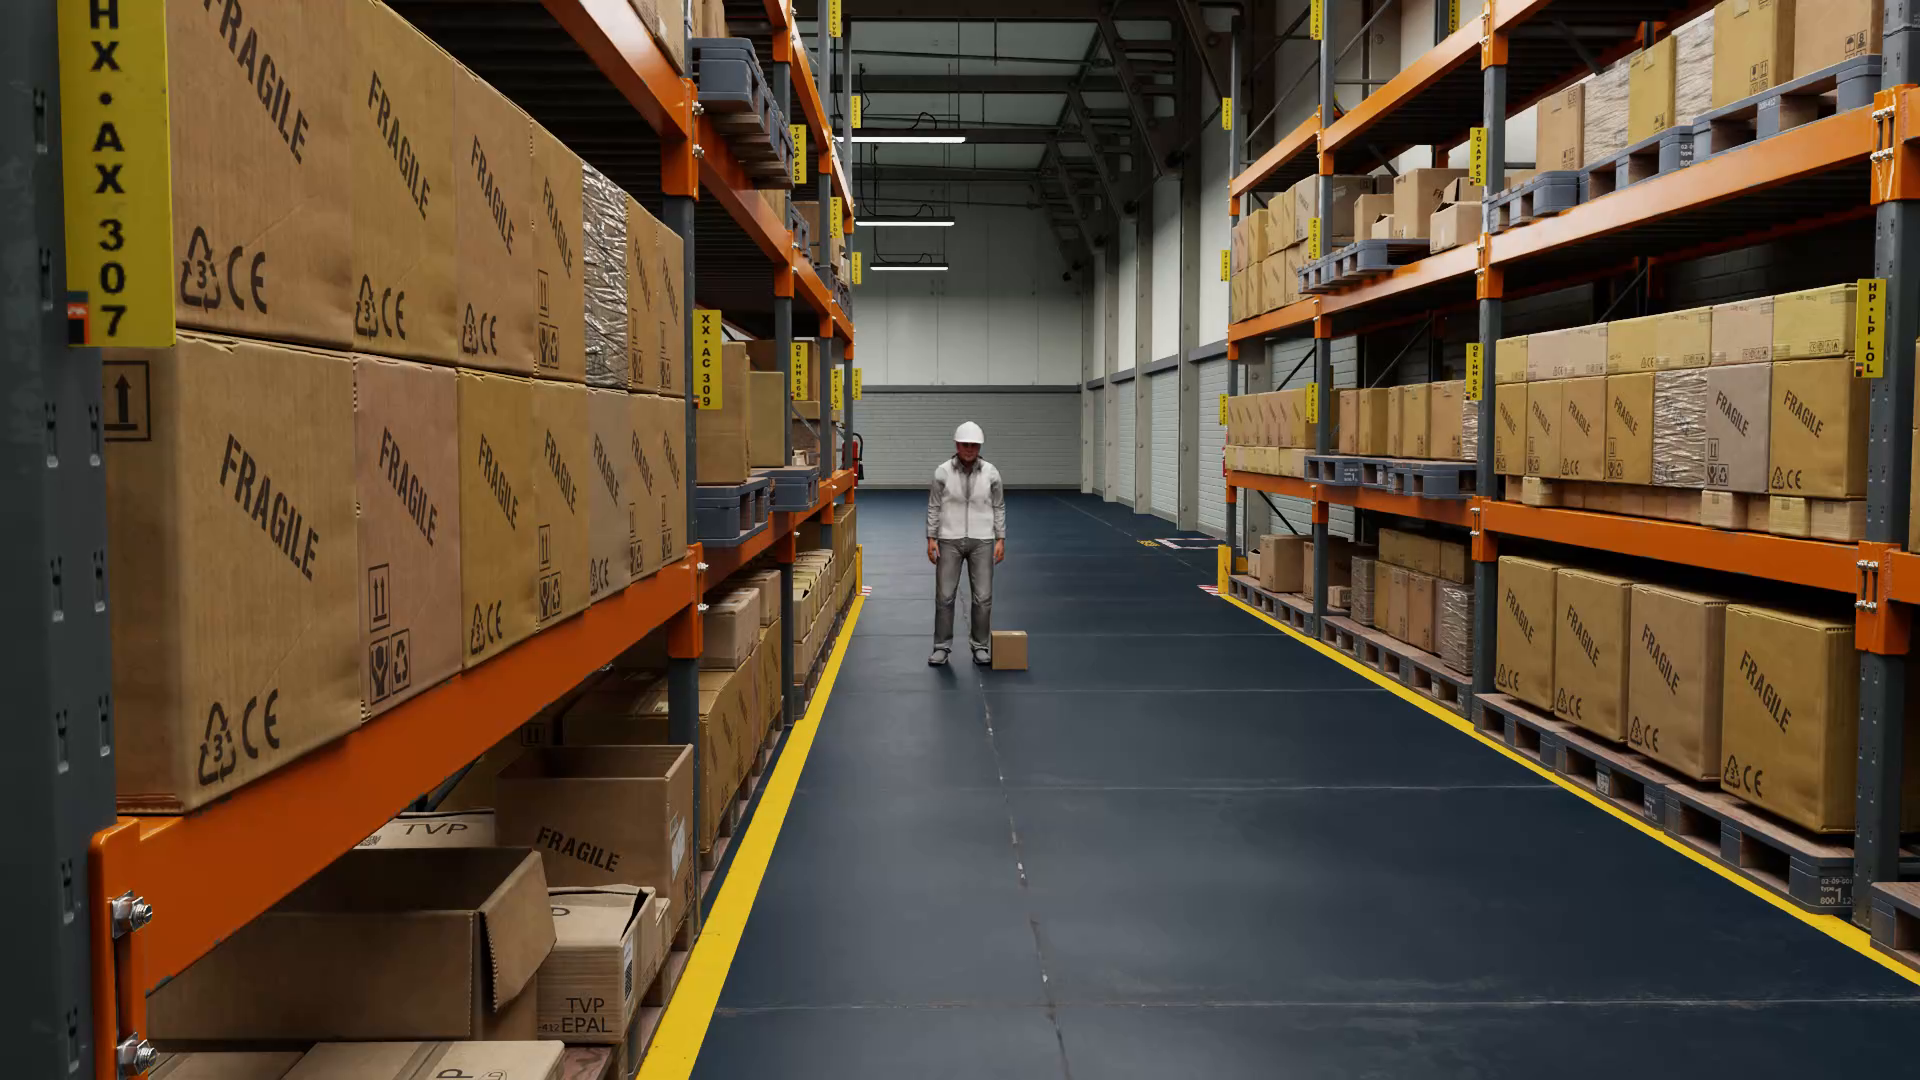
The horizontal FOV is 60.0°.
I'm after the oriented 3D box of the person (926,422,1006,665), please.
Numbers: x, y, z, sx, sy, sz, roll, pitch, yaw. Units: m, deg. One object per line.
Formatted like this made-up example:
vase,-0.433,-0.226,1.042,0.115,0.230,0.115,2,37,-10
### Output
person,0.045,0.022,12.199,0.587,1.768,0.465,0,4,-2
